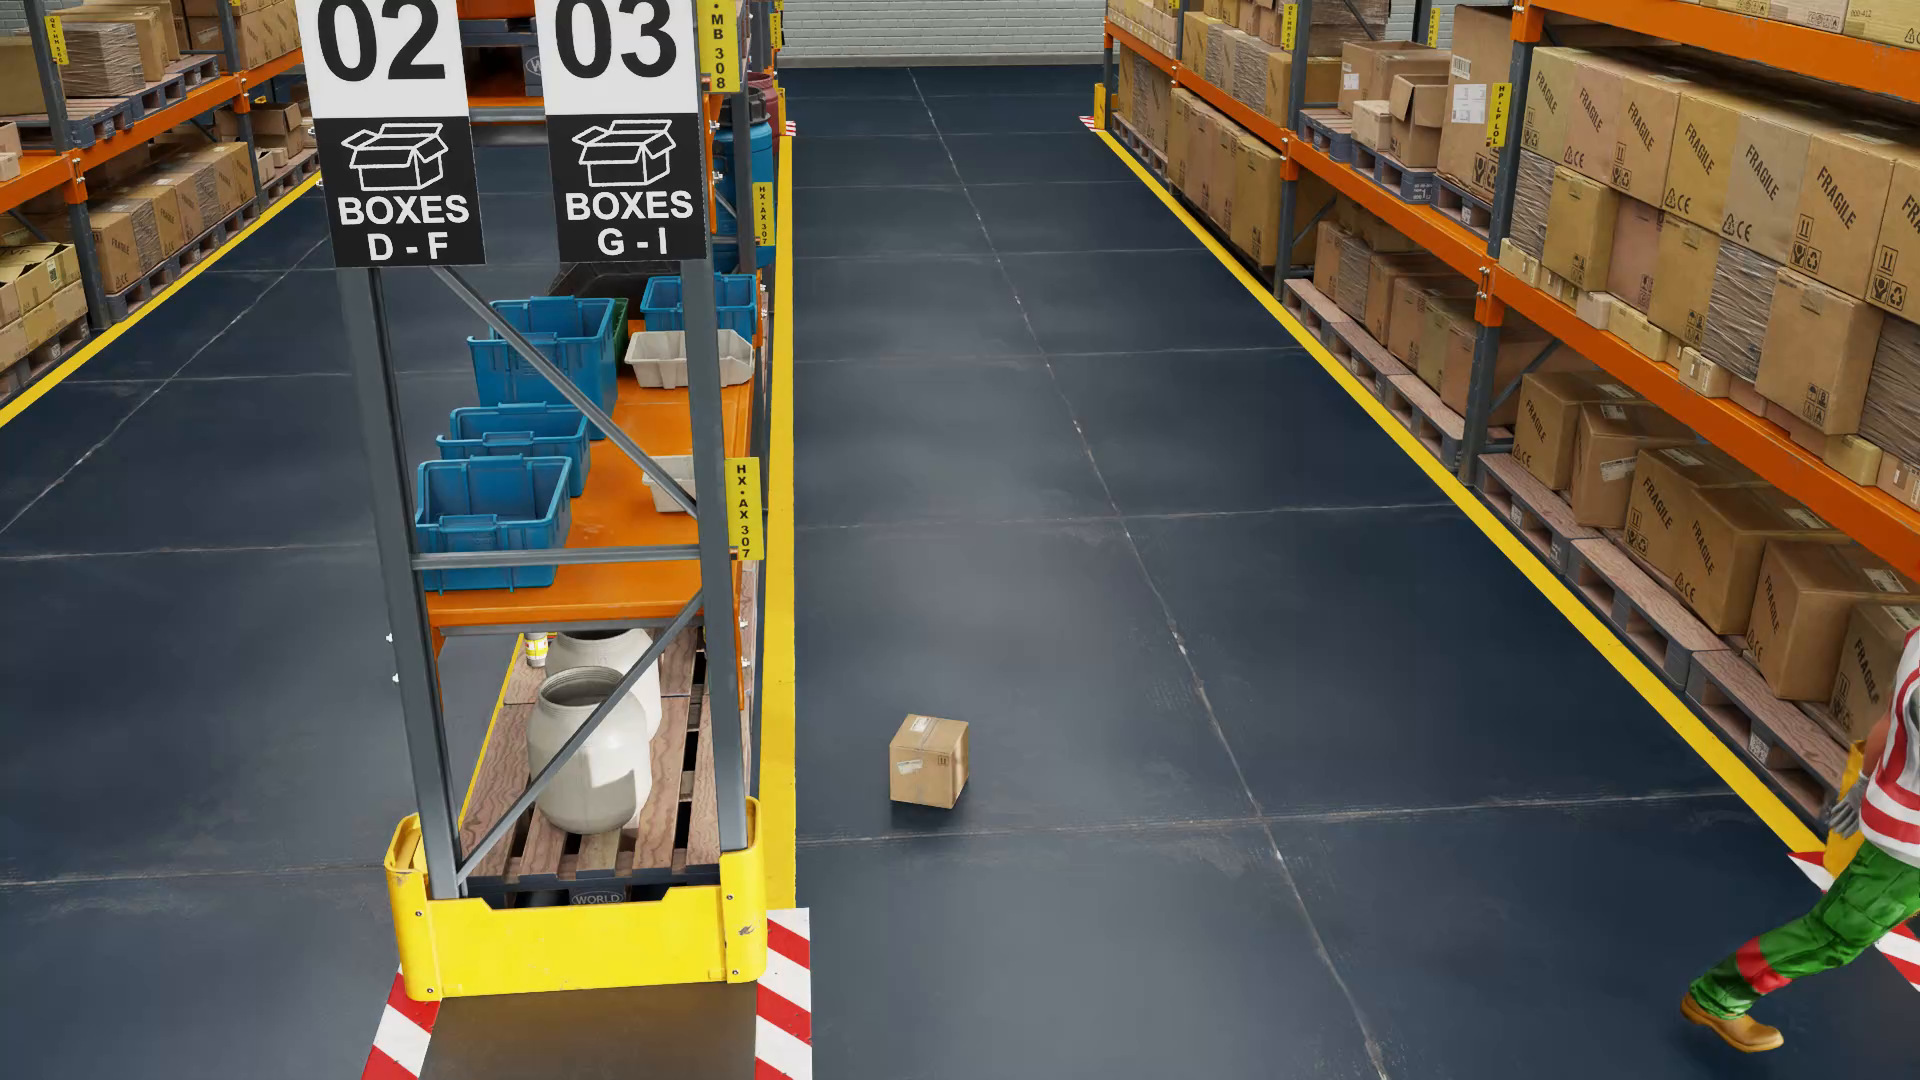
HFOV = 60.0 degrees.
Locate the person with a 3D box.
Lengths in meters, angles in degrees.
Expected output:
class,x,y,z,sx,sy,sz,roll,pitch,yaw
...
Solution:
class,x,y,z,sx,sy,sz,roll,pitch,yaw
person,2.763,0.827,4.675,1.103,1.734,0.517,15,28,31
